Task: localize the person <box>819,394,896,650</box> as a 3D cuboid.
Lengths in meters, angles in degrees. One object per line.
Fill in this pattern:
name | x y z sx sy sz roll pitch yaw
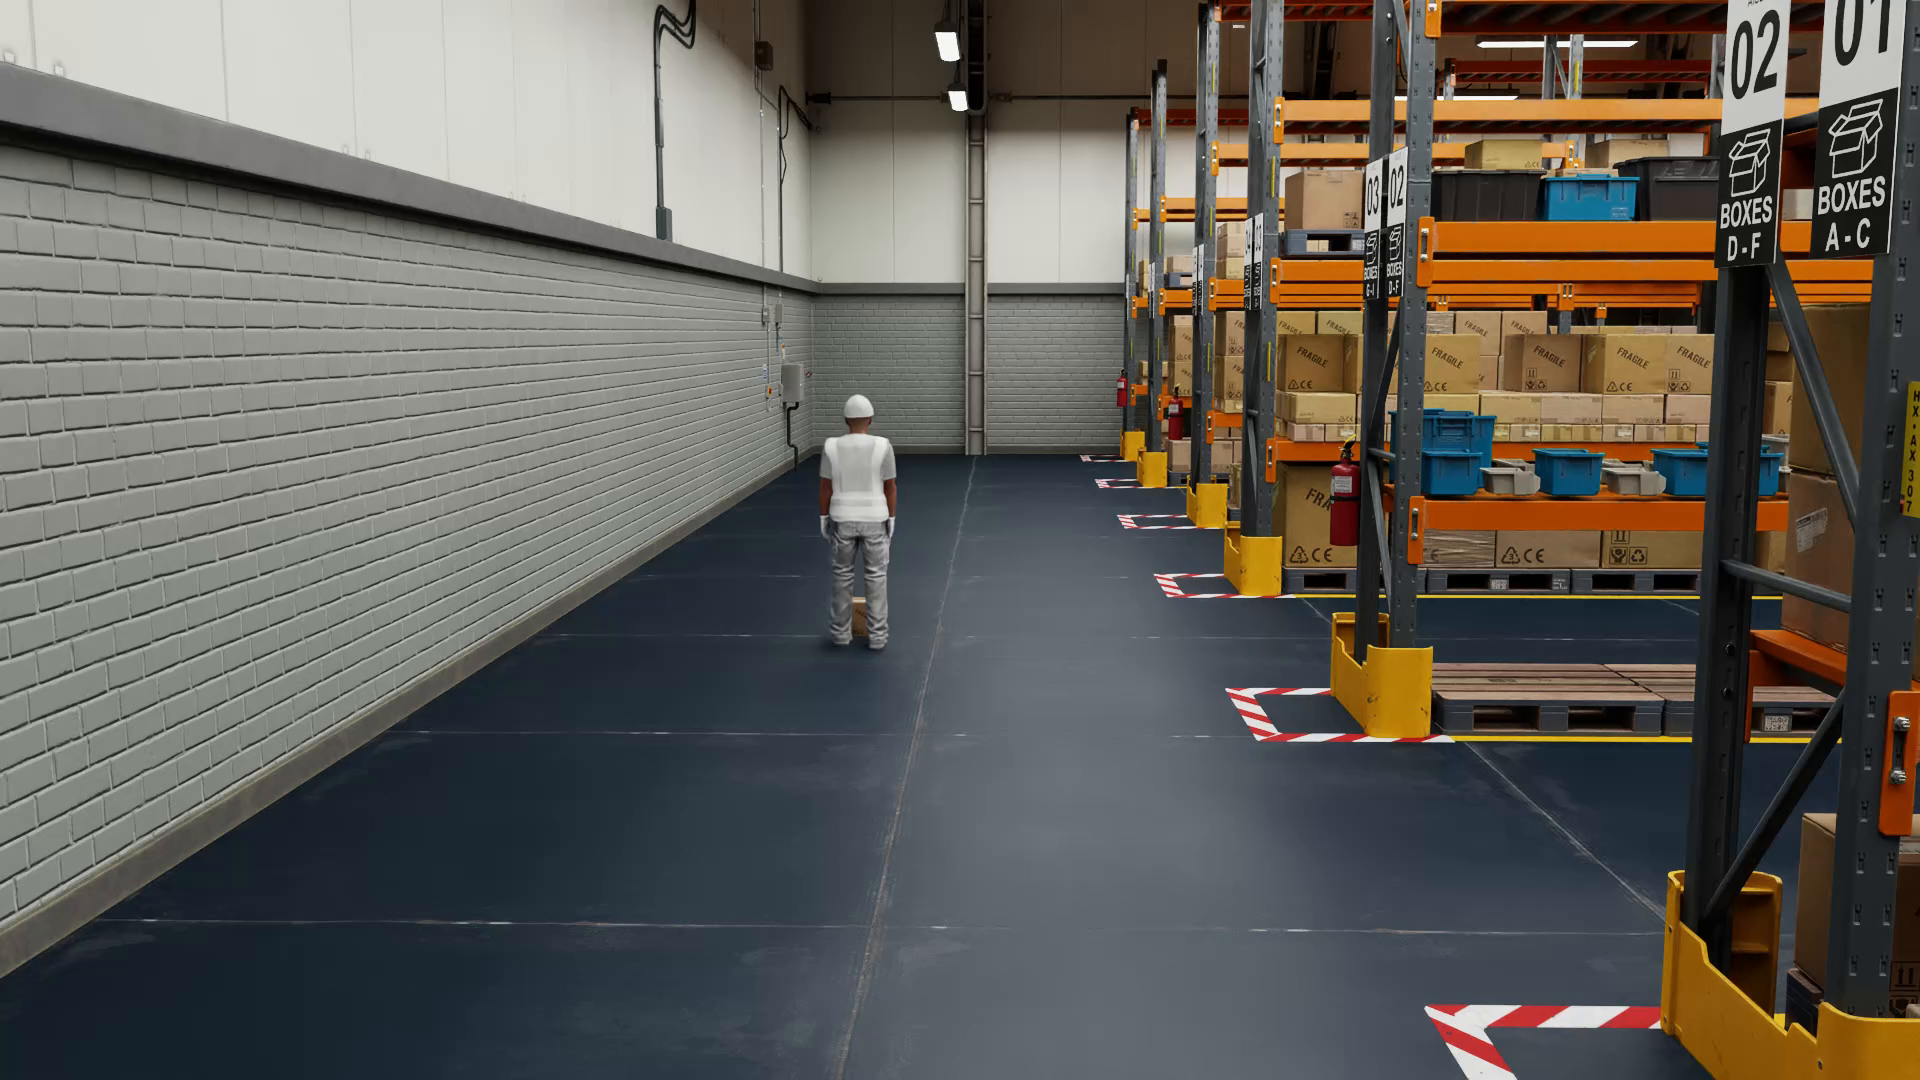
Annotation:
person | -0.713 -0.136 11.777 0.541 1.786 0.419 0 7 3
